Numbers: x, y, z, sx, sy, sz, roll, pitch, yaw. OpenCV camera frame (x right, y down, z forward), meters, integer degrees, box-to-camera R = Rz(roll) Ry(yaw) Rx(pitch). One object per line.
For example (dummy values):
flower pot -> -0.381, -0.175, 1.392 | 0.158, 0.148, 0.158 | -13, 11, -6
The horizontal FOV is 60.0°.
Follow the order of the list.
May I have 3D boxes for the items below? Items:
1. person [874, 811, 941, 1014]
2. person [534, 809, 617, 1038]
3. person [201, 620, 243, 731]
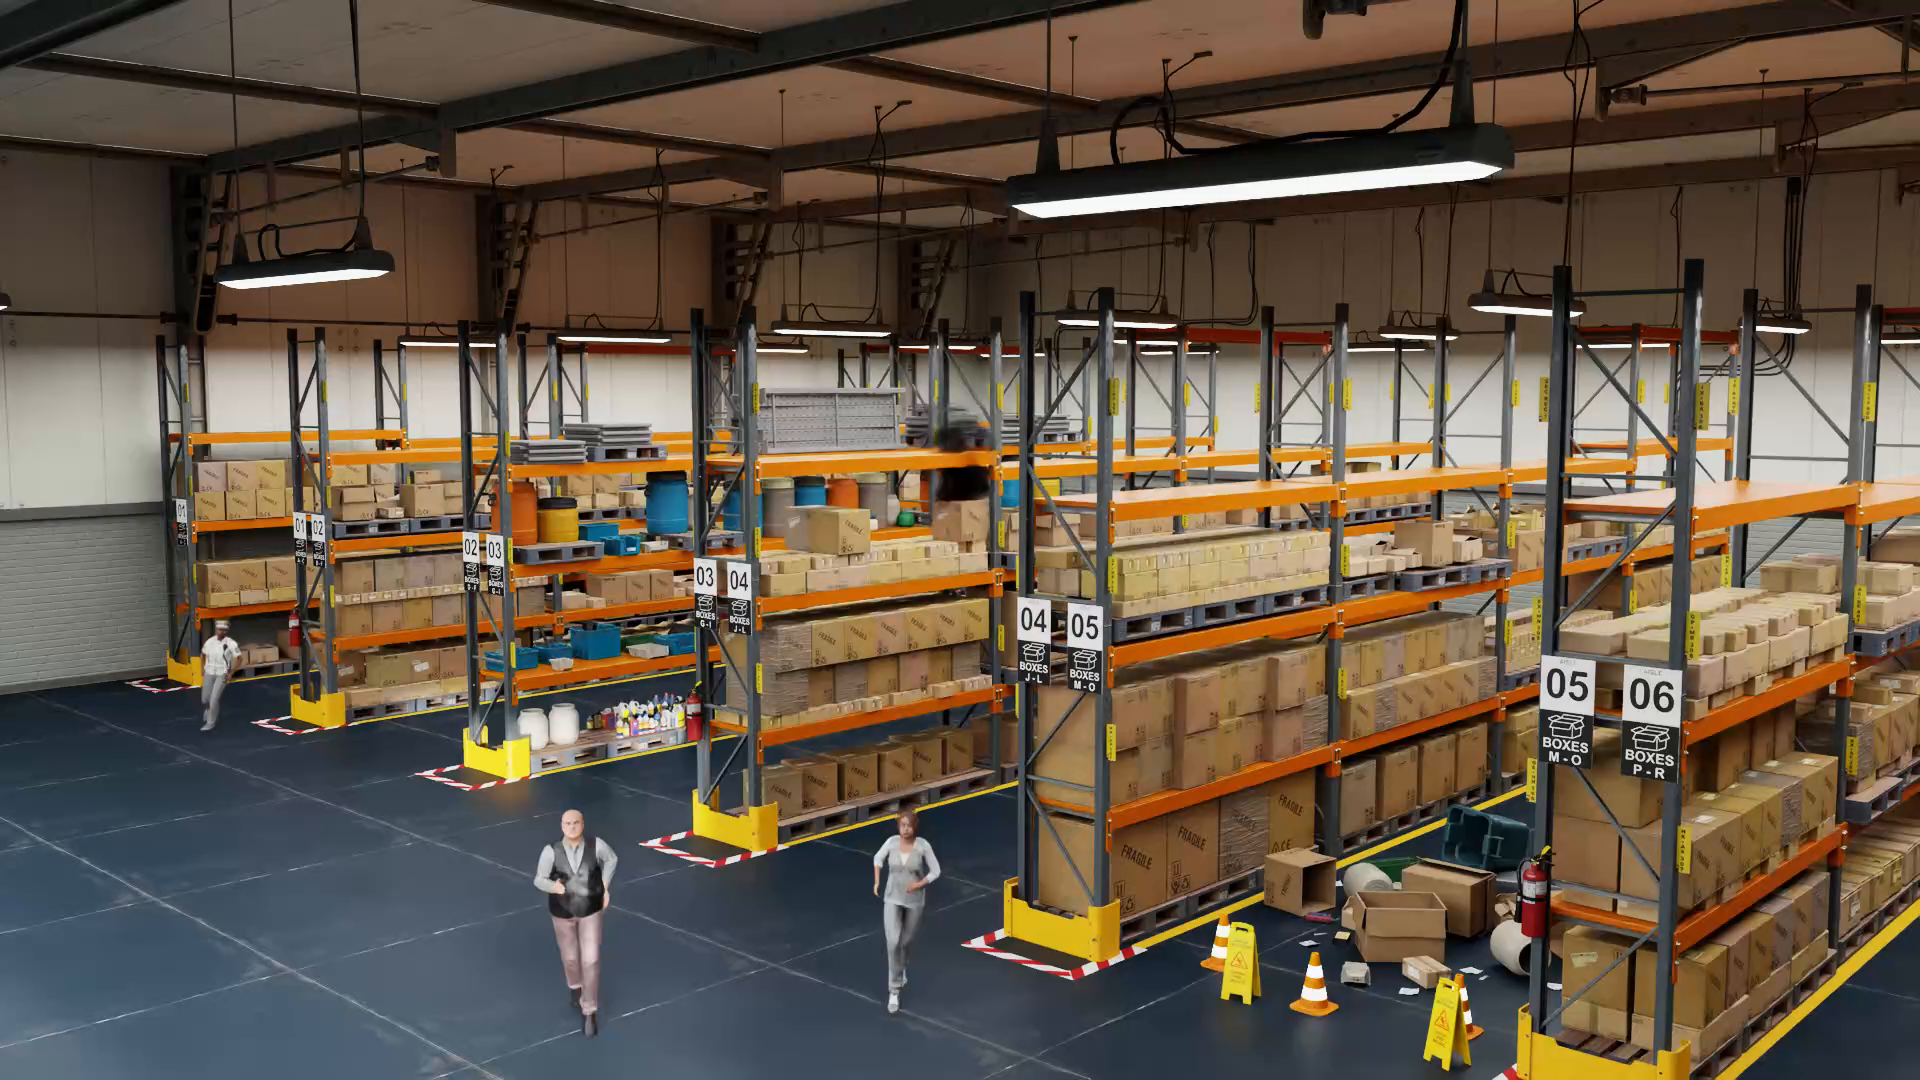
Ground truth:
person -> -0.445, 3.069, 13.953 | 0.569, 1.648, 0.699 | 0, 5, 1
person -> -3.101, 3.052, 13.443 | 0.643, 1.784, 0.801 | -1, 5, -8
person -> -11.124, 2.010, 25.020 | 0.657, 1.632, 0.558 | -1, 5, -8
